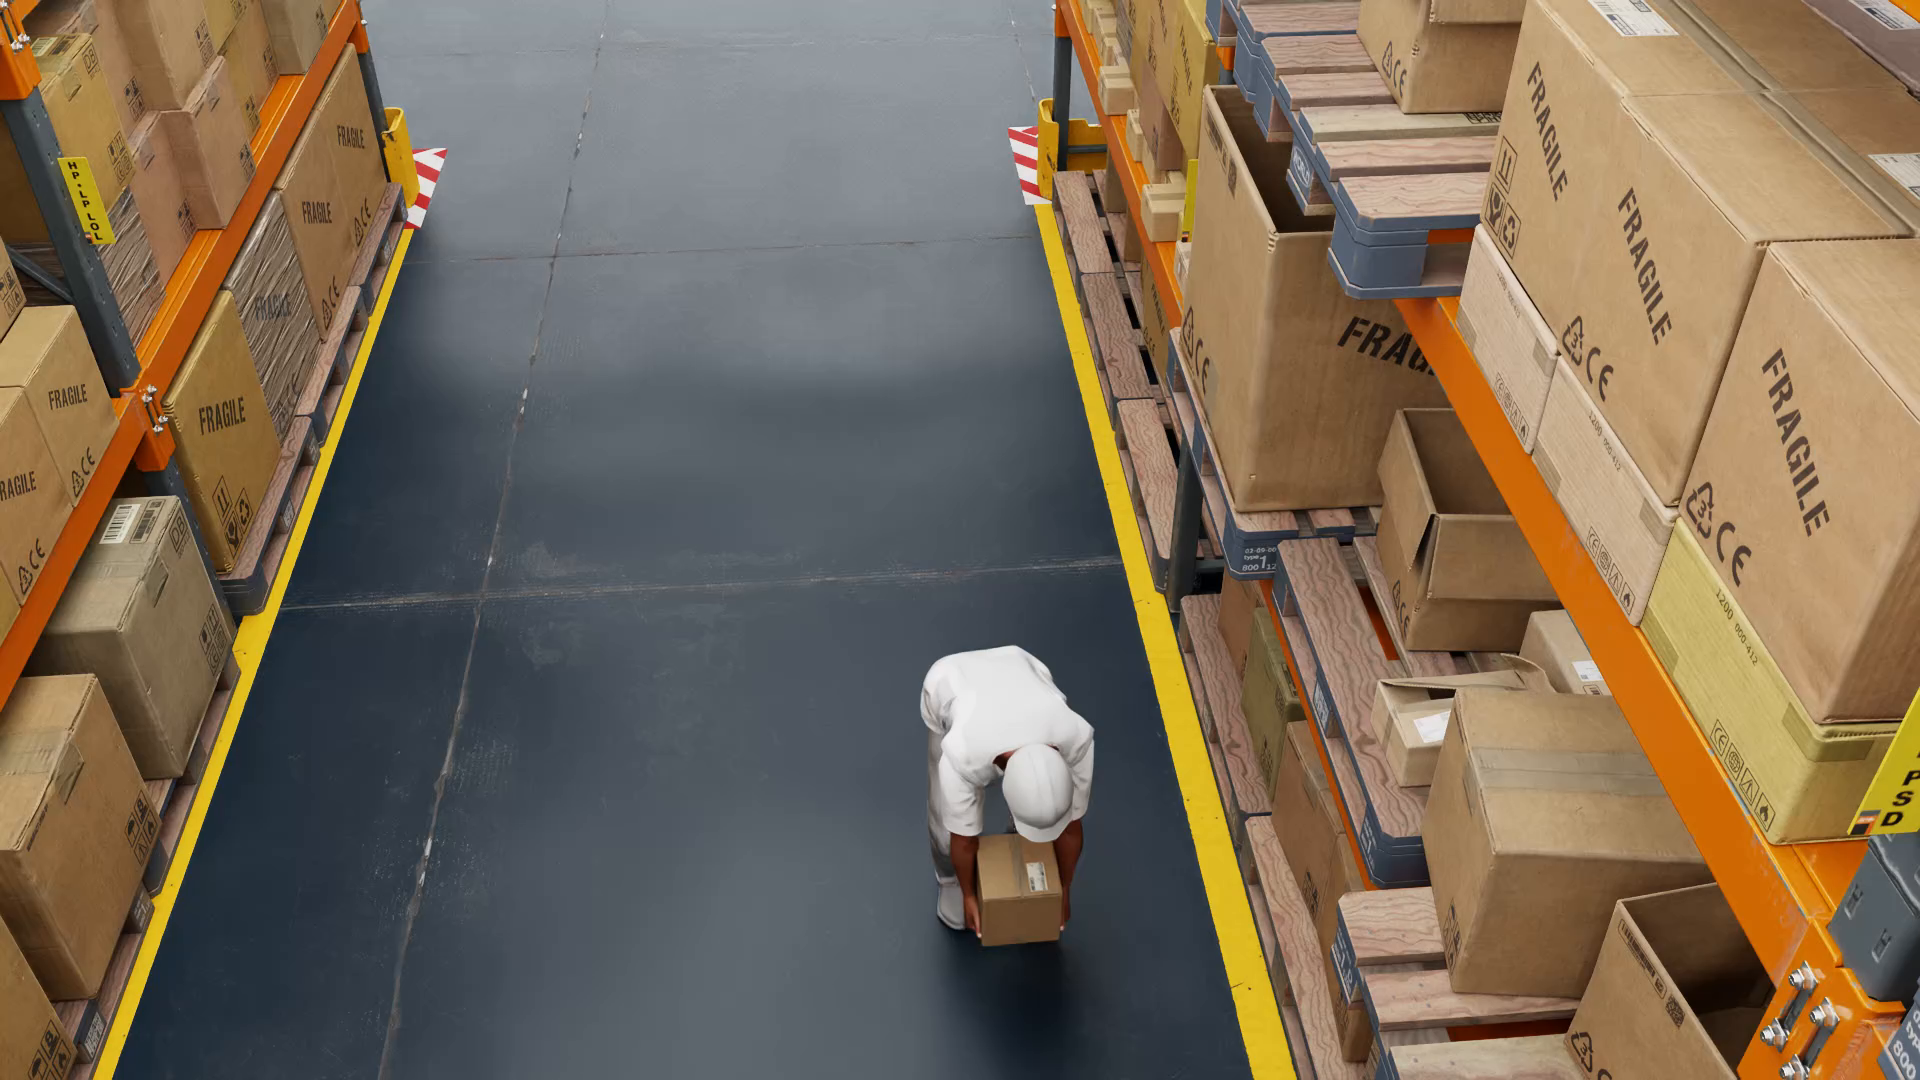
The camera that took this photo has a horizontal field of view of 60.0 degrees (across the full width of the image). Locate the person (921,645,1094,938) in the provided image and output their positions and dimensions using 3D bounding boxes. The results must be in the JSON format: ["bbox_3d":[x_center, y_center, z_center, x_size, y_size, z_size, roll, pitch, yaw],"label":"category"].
[{"bbox_3d":[0.160,0.895,5.428,0.497,1.258,0.939,-7,39,-9],"label":"person"}]
